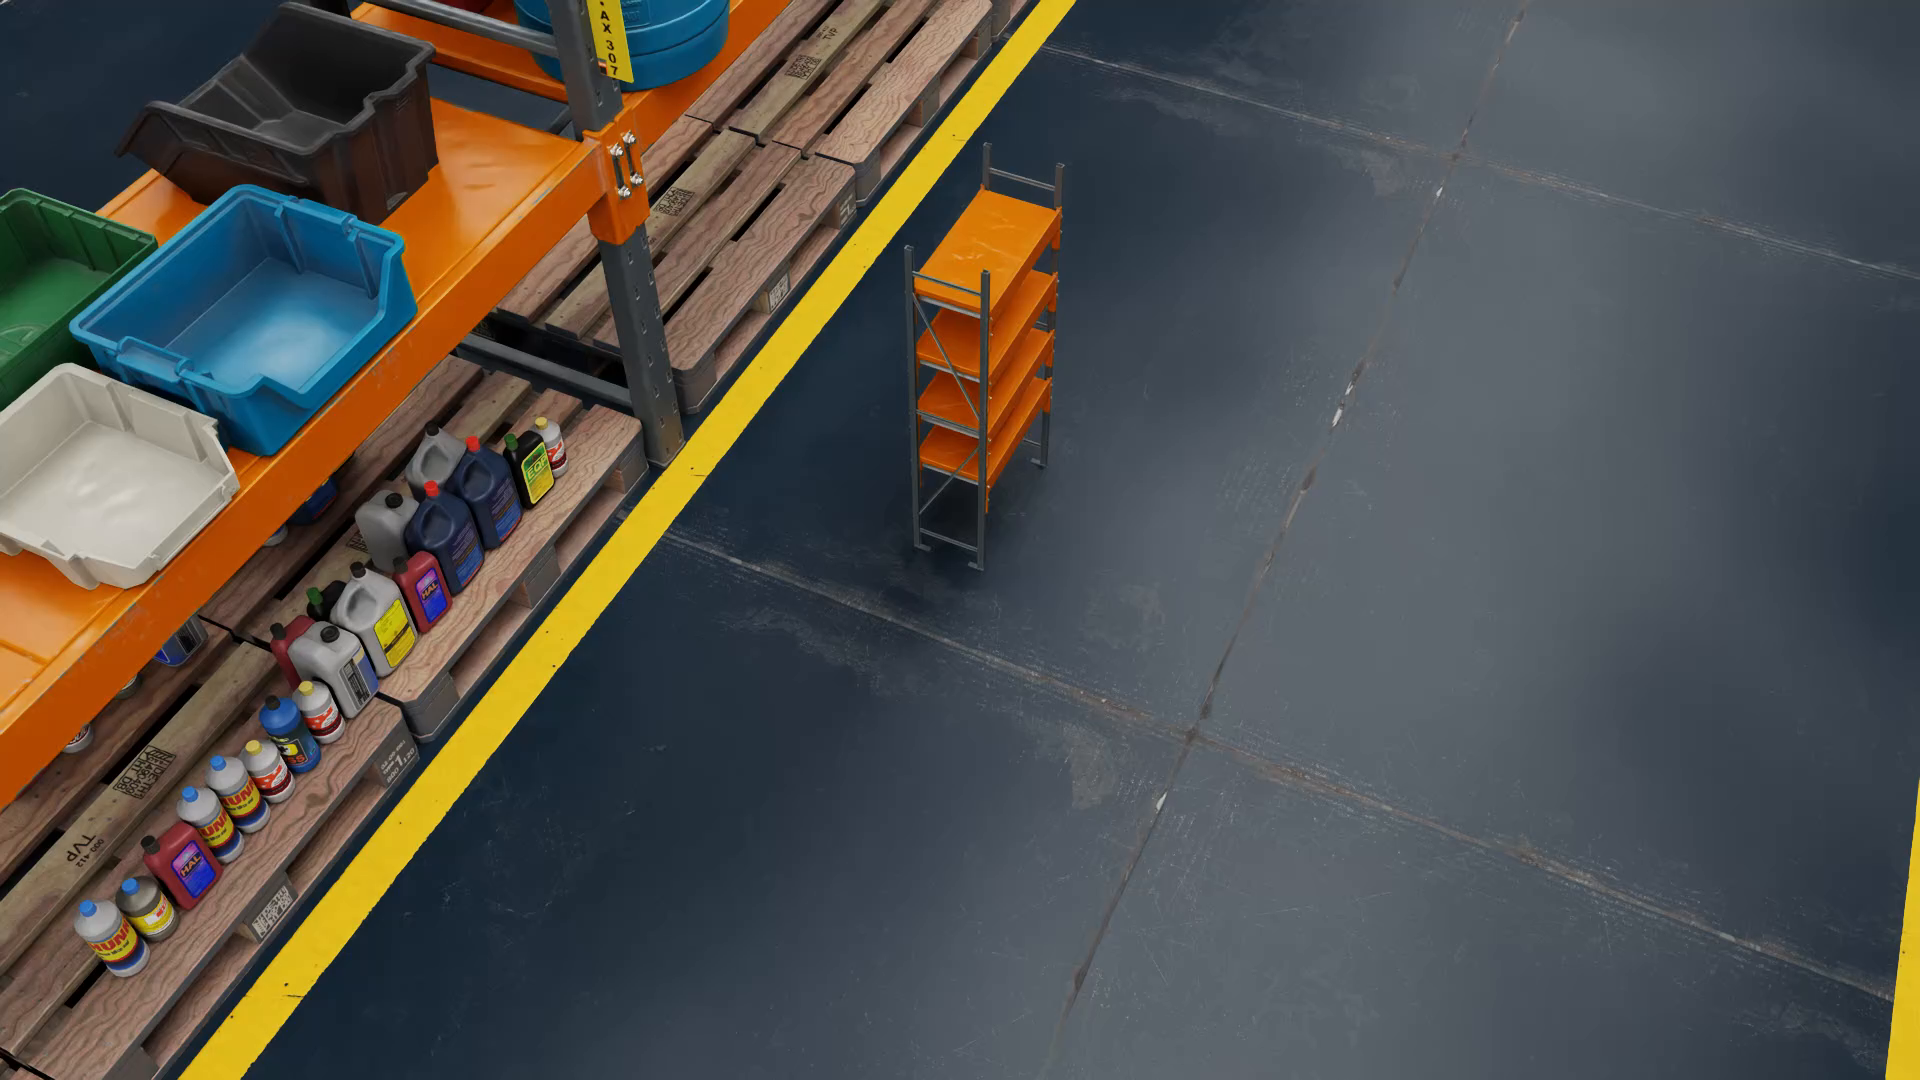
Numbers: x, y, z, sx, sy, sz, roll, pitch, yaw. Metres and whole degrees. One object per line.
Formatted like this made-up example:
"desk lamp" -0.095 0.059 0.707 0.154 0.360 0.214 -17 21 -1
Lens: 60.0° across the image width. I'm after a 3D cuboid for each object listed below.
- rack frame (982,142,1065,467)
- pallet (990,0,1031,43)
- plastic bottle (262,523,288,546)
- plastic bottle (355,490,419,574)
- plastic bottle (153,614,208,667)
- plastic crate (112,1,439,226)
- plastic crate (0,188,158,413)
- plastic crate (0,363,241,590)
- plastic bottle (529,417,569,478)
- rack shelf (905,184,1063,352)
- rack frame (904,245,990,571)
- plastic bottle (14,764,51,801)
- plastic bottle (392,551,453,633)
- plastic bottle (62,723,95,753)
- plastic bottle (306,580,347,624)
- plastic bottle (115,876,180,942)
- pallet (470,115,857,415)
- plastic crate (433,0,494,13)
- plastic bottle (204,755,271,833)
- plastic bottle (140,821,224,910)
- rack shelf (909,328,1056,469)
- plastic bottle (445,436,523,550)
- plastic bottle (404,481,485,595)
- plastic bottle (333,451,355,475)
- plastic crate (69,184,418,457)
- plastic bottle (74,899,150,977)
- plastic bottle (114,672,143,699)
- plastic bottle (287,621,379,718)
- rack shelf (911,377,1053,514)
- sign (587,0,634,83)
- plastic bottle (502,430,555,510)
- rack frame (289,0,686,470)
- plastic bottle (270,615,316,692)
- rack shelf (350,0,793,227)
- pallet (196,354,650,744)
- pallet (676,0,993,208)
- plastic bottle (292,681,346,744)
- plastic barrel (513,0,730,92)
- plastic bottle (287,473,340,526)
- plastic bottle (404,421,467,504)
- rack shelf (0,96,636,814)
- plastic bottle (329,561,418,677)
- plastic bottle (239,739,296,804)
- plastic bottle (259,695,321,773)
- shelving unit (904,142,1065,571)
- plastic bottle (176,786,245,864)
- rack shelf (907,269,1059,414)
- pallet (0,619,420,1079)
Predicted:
"rack frame" 0.175 -0.671 5.033 0.240 1.200 0.015 20 52 16
"pallet" -0.044 -2.737 7.441 1.003 0.211 1.213 20 52 16
"plastic bottle" -2.060 -0.106 4.873 0.097 0.271 0.097 0 50 0
"plastic bottle" -1.628 -0.029 4.805 0.152 0.276 0.135 20 52 16
"plastic bottle" -2.225 0.207 4.604 0.152 0.276 0.135 20 52 16
"plastic crate" -1.726 -1.068 4.230 0.767 0.338 0.504 20 52 16
"plastic crate" -2.222 -0.496 3.842 0.450 0.188 0.662 20 52 16
"plastic crate" -1.852 -0.122 3.557 0.530 0.136 0.437 20 52 16
"plastic bottle" -1.260 -0.292 5.077 0.097 0.201 0.097 0 50 0
"rack shelf" 0.071 -0.757 4.591 0.258 0.148 0.480 20 52 16
"rack frame" -0.034 -0.335 4.747 0.240 1.200 0.015 20 52 16
"plastic bottle" -2.479 0.547 4.310 0.061 0.283 0.133 20 52 16
"plastic bottle" -1.515 0.125 4.669 0.061 0.283 0.133 23 53 18
"plastic bottle" -2.395 0.471 4.428 0.097 0.201 0.097 0 50 0
"plastic bottle" -1.725 0.206 4.600 0.061 0.283 0.133 20 52 16
"plastic bottle" -1.995 0.893 4.069 0.097 0.201 0.097 0 50 0
"pallet" -1.087 -1.057 6.011 1.003 0.211 1.213 20 52 16
"plastic crate" -1.457 -1.861 4.822 0.402 0.464 0.583 20 52 16
"plastic bottle" -1.850 0.636 4.241 0.097 0.271 0.097 0 50 0
"plastic bottle" -1.926 0.788 4.105 0.061 0.283 0.133 21 53 17
"rack shelf" 0.071 -0.459 4.941 0.258 0.148 0.480 20 52 16
"plastic bottle" -1.402 -0.154 4.862 0.144 0.351 0.185 19 52 15
"plastic bottle" -1.484 -0.022 4.750 0.144 0.351 0.185 17 52 14
"plastic bottle" -1.936 -0.327 5.054 0.061 0.283 0.133 20 52 16
"plastic crate" -1.614 -0.509 3.811 0.499 0.251 0.616 20 52 16
"plastic bottle" -2.040 0.941 3.982 0.097 0.271 0.097 0 50 0
"plastic bottle" -2.321 0.337 4.542 0.097 0.201 0.097 0 50 0
"plastic bottle" -1.695 0.335 4.495 0.152 0.276 0.135 21 53 17
"rack shelf" 0.071 -0.331 5.092 0.258 0.148 0.480 20 52 16
"sign" -0.894 -1.311 4.214 0.100 0.325 0.005 20 52 16
"plastic bottle" -1.294 -0.231 4.972 0.061 0.283 0.133 22 53 18
"rack frame" -1.387 -1.408 4.478 1.000 3.000 0.127 20 52 16
"plastic bottle" -1.791 0.298 4.521 0.061 0.283 0.133 20 52 16
"rack shelf" -0.533 -2.552 5.924 1.077 0.370 4.000 20 52 16
"pallet" -1.712 -0.055 5.158 1.003 0.211 1.213 20 52 16
"pallet" -0.567 -1.900 6.728 1.003 0.211 1.213 20 52 16
"plastic bottle" -1.720 0.449 4.447 0.097 0.201 0.097 0 50 0
"plastic barrel" -0.948 -1.737 4.430 0.600 0.901 0.708 20 52 16
"plastic bottle" -1.977 -0.224 4.921 0.144 0.351 0.185 20 52 16
"plastic bottle" -1.532 -0.201 4.902 0.144 0.351 0.185 20 52 16
"rack shelf" -2.241 0.203 3.580 1.077 0.370 4.000 20 52 16
"plastic bottle" -1.622 0.200 4.561 0.144 0.351 0.185 19 52 16
"plastic bottle" -1.808 0.591 4.326 0.097 0.201 0.097 0 50 0
"plastic bottle" -1.764 0.497 4.360 0.097 0.271 0.097 0 50 0
"shelving unit" 0.071 -0.503 4.890 0.258 1.200 0.503 20 52 16
"plastic bottle" -1.893 0.705 4.183 0.097 0.271 0.097 0 50 0
"rack shelf" 0.071 -0.604 4.771 0.258 0.148 0.480 20 52 16
"pallet" -2.232 0.788 4.441 1.003 0.211 1.213 20 52 16
